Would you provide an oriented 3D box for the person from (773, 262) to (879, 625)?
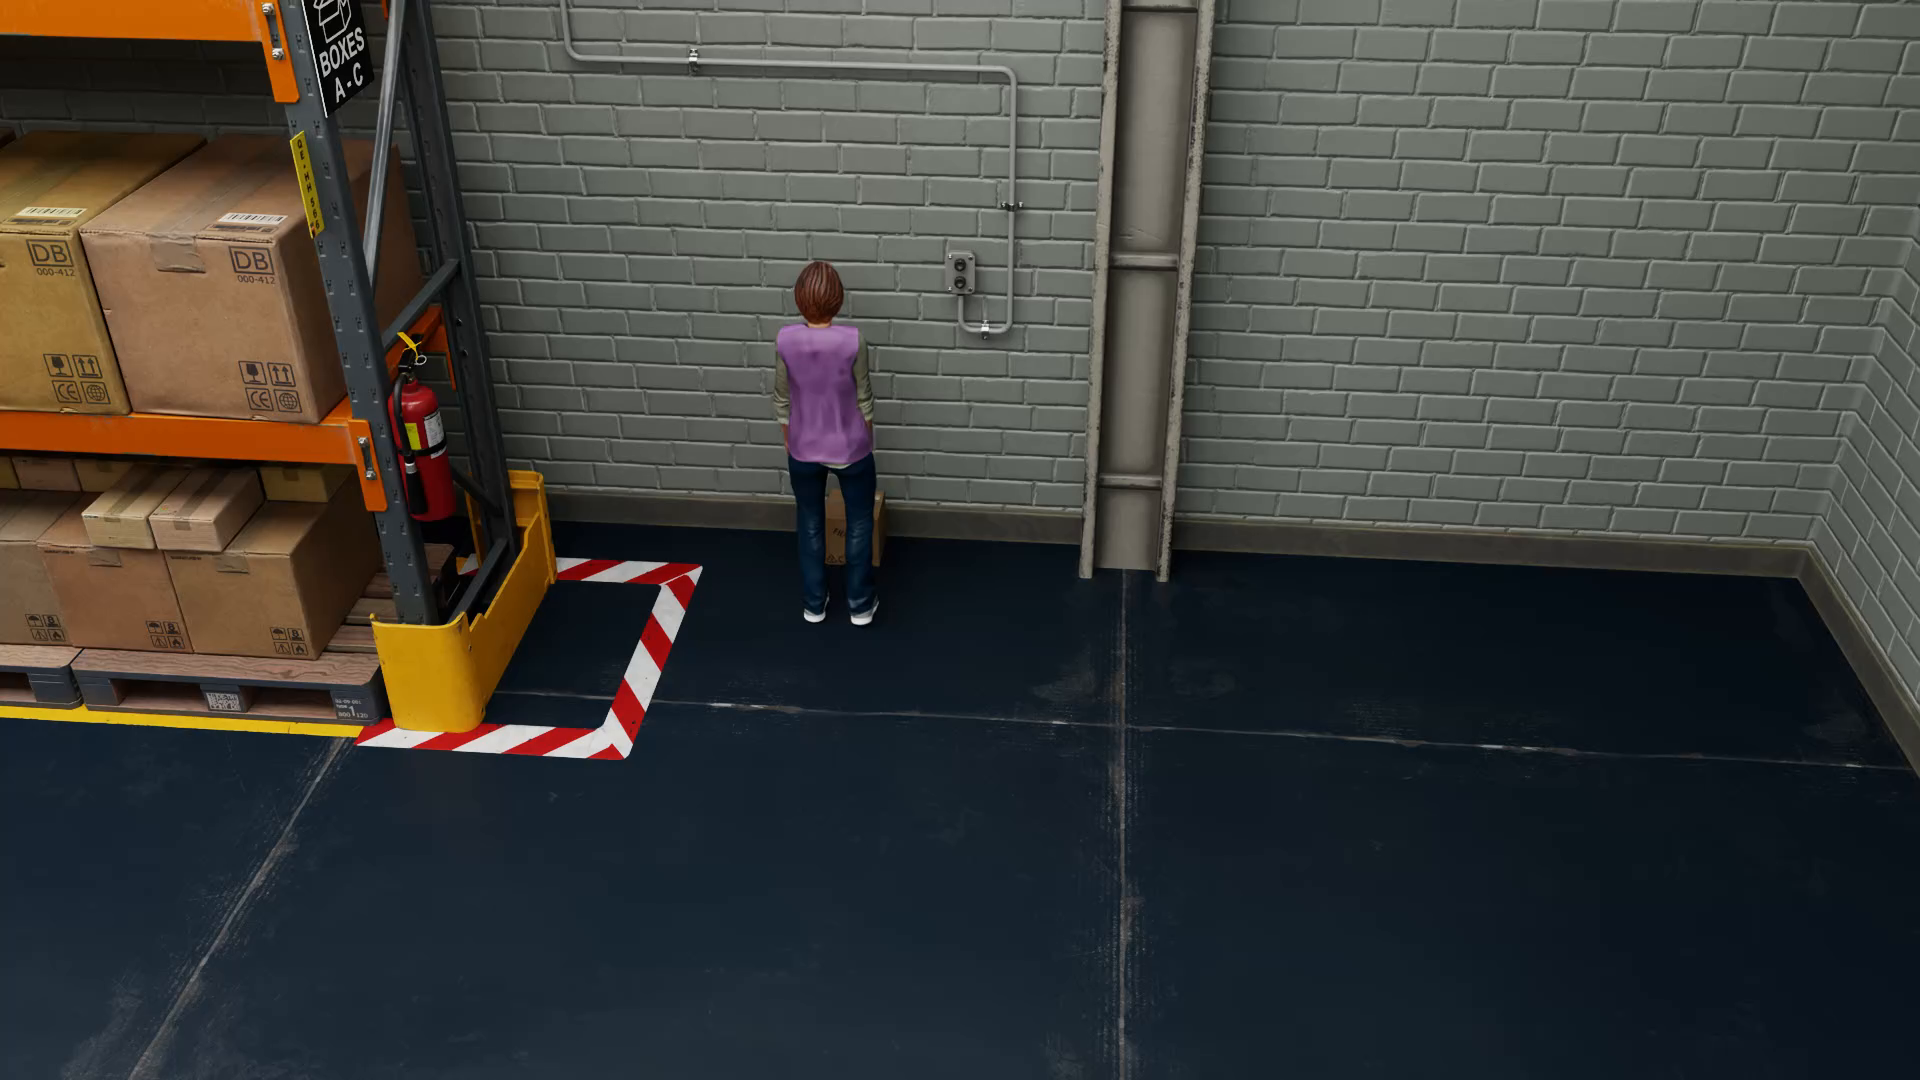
[{"bbox_3d":[-0.544,-0.354,6.733,0.409,1.579,0.304,3,33,5],"label":"person"}]
